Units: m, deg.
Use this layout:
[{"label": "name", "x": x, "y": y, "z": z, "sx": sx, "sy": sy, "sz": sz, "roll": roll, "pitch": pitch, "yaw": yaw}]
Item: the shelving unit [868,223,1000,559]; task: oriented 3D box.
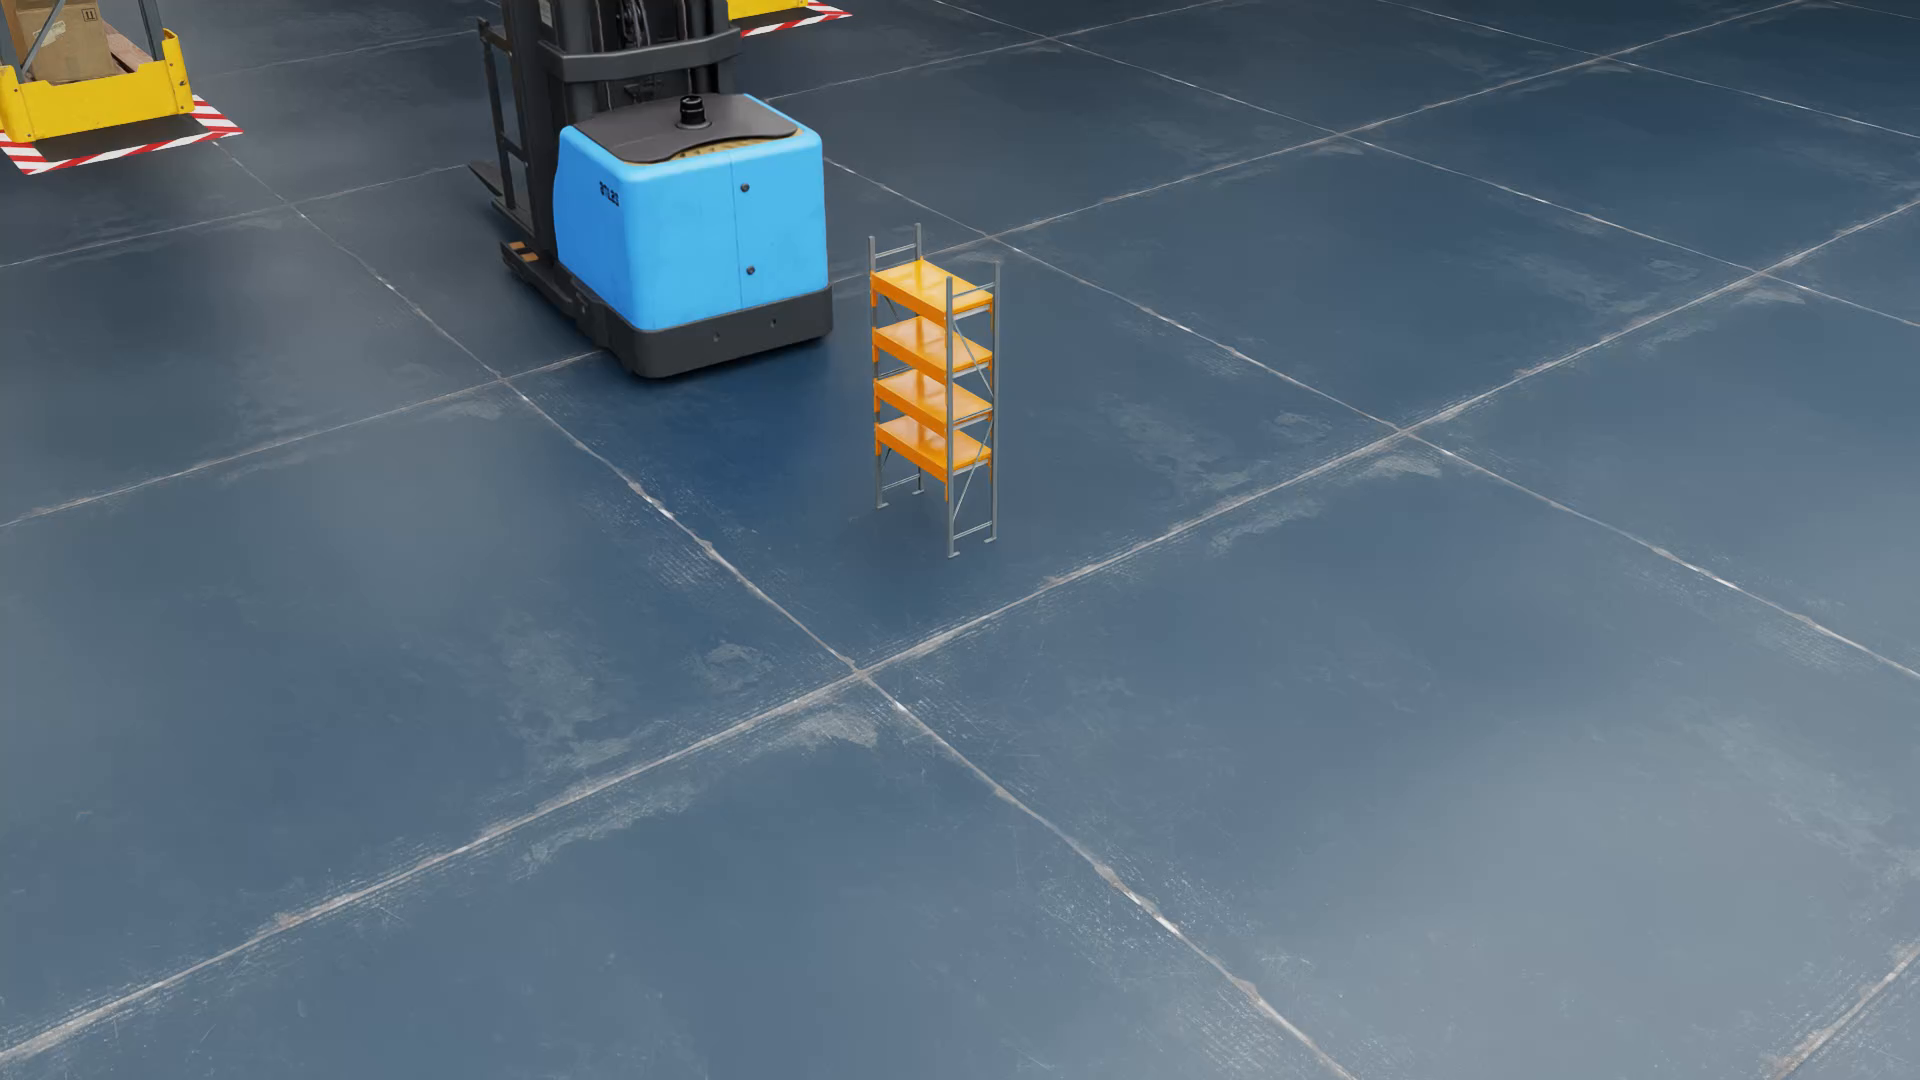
[{"label": "shelving unit", "x": -0.101, "y": -0.579, "z": 6.545, "sx": 0.258, "sy": 1.200, "sz": 0.503, "roll": -22, "pitch": 38, "yaw": -31}]

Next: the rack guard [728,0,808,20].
[{"label": "rack guard", "x": -1.820, "y": -4.598, "z": 13.679, "sx": 1.175, "sy": 0.500, "sz": 0.348, "roll": -22, "pitch": 38, "yaw": -31}]

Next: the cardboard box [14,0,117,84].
[{"label": "cardboard box", "x": -6.185, "y": -3.489, "z": 11.496, "sx": 0.500, "sy": 0.500, "sz": 0.500, "roll": -15, "pitch": 35, "yaw": -23}]

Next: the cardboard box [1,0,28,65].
[{"label": "cardboard box", "x": -6.578, "y": -3.727, "z": 11.879, "sx": 0.500, "sy": 0.500, "sz": 0.500, "roll": -12, "pitch": 34, "yaw": -19}]

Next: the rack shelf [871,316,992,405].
[{"label": "rack shelf", "x": -0.101, "y": -0.712, "z": 6.462, "sx": 0.258, "sy": 0.148, "sz": 0.480, "roll": -22, "pitch": 38, "yaw": -31}]

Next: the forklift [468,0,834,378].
[{"label": "forklift", "x": -1.853, "y": -2.747, "z": 8.396, "sx": 1.130, "sy": 2.935, "sz": 3.031, "roll": -19, "pitch": 36, "yaw": -27}]

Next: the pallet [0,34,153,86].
[{"label": "pallet", "x": -6.332, "y": -3.304, "z": 11.870, "sx": 1.003, "sy": 0.211, "sz": 1.213, "roll": -22, "pitch": 38, "yaw": -31}]

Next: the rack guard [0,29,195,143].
[{"label": "rack guard", "x": -5.862, "y": -3.077, "z": 11.230, "sx": 1.175, "sy": 0.500, "sz": 0.348, "roll": -22, "pitch": 38, "yaw": -31}]

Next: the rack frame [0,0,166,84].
[{"label": "rack frame", "x": -5.815, "y": -4.107, "z": 10.519, "sx": 1.000, "sy": 3.000, "sz": 0.127, "roll": -22, "pitch": 38, "yaw": -31}]

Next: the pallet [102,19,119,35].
[{"label": "pallet", "x": -7.076, "y": -3.812, "z": 12.688, "sx": 1.003, "sy": 0.211, "sz": 1.213, "roll": -22, "pitch": 38, "yaw": -31}]

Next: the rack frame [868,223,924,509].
[{"label": "rack frame", "x": -0.251, "y": -0.680, "z": 6.708, "sx": 0.240, "sy": 1.200, "sz": 0.015, "roll": -22, "pitch": 38, "yaw": -31}]

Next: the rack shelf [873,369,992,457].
[{"label": "rack shelf", "x": -0.101, "y": -0.522, "z": 6.580, "sx": 0.258, "sy": 0.148, "sz": 0.480, "roll": -22, "pitch": 38, "yaw": -31}]

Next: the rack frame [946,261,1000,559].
[{"label": "rack frame", "x": 0.048, "y": -0.477, "z": 6.381, "sx": 0.240, "sy": 1.200, "sz": 0.015, "roll": -22, "pitch": 38, "yaw": -31}]

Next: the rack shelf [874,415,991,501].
[{"label": "rack shelf", "x": -0.102, "y": -0.353, "z": 6.685, "sx": 0.258, "sy": 0.148, "sz": 0.480, "roll": -22, "pitch": 38, "yaw": -31}]

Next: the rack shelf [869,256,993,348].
[{"label": "rack shelf", "x": -0.101, "y": -0.913, "z": 6.337, "sx": 0.258, "sy": 0.148, "sz": 0.480, "roll": -22, "pitch": 38, "yaw": -31}]
